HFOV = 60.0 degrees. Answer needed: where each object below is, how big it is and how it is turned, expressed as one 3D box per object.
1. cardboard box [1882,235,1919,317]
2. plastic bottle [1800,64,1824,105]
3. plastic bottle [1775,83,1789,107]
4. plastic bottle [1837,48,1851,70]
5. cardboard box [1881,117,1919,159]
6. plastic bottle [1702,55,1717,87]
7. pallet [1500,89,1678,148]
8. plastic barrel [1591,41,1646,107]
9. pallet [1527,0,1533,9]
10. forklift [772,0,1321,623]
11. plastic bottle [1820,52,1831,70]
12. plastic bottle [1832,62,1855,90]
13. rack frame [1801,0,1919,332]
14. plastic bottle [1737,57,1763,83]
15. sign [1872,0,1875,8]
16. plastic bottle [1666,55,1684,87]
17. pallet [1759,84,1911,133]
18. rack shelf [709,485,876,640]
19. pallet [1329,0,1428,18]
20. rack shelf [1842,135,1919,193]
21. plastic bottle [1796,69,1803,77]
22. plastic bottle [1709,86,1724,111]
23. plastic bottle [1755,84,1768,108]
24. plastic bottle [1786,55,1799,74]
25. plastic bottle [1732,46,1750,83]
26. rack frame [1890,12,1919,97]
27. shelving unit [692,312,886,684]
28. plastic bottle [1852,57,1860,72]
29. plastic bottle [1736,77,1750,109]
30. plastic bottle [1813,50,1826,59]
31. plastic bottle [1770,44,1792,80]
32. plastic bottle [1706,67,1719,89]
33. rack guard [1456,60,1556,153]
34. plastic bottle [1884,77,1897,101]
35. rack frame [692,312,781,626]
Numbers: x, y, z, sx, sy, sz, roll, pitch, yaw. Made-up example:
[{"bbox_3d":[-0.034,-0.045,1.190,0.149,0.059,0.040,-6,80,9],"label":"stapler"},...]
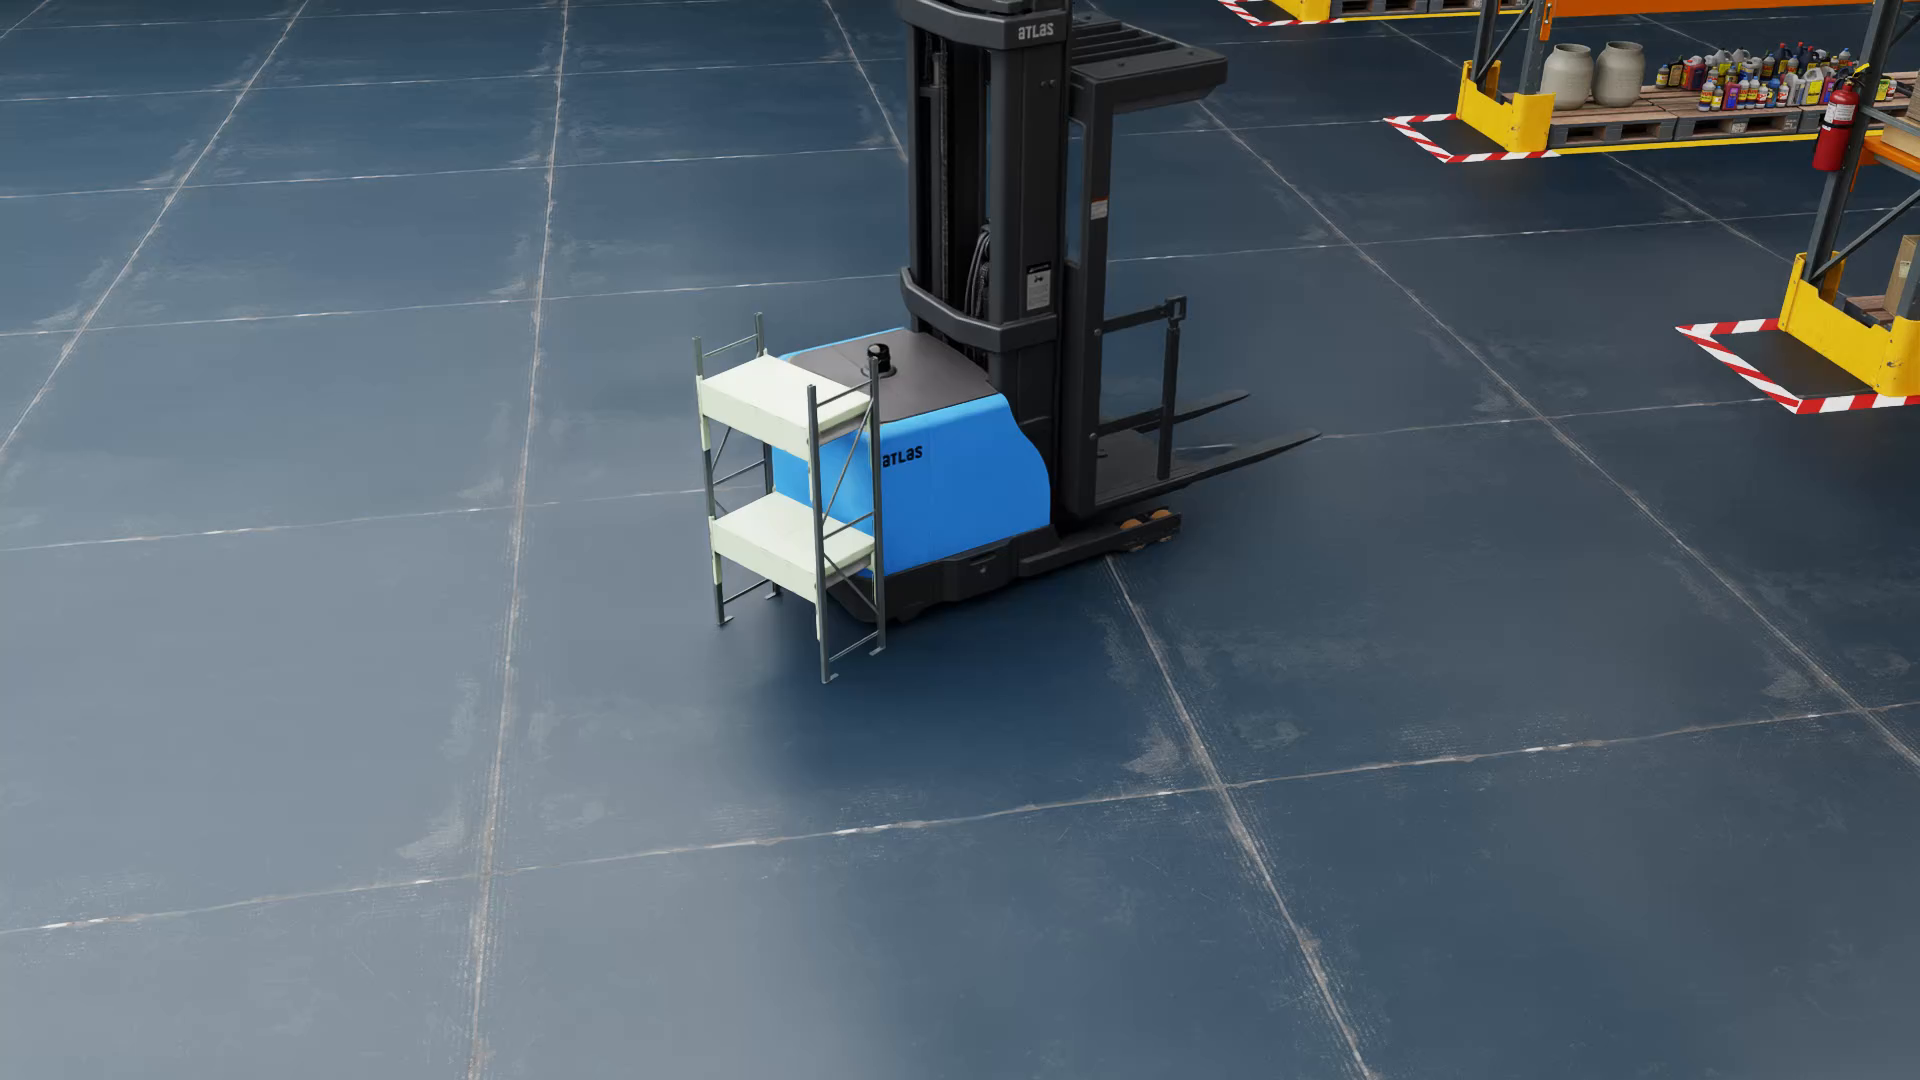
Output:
[{"bbox_3d":[6.309,-1.619,10.596,0.500,0.500,0.500,0,30,0],"label":"cardboard box"},{"bbox_3d":[7.646,-4.100,14.942,0.185,0.351,0.144,-5,31,-9],"label":"plastic bottle"},{"bbox_3d":[7.374,-3.998,14.917,0.097,0.201,0.097,0,30,0],"label":"plastic bottle"},{"bbox_3d":[8.341,-4.505,15.709,0.097,0.271,0.097,0,30,0],"label":"plastic bottle"},{"bbox_3d":[5.935,-2.488,10.269,0.250,0.149,0.380,-5,31,-9],"label":"cardboard box"},{"bbox_3d":[6.916,-4.360,15.459,0.135,0.276,0.152,-6,31,-10],"label":"plastic bottle"},{"bbox_3d":[5.666,-3.836,15.066,1.213,0.211,1.003,-5,31,-9],"label":"pallet"},{"bbox_3d":[5.926,-4.189,14.955,0.421,0.512,0.421,0,30,0],"label":"plastic barrel"},{"bbox_3d":[7.056,-6.518,19.626,1.213,0.211,1.003,-5,31,-9],"label":"pallet"},{"bbox_3d":[0.565,-1.414,8.263,3.031,2.935,1.130,-17,35,-27],"label":"forklift"},{"bbox_3d":[8.048,-4.414,15.542,0.133,0.283,0.061,-5,31,-9],"label":"plastic bottle"},{"bbox_3d":[7.964,-4.129,14.993,0.185,0.351,0.144,-7,31,-11],"label":"plastic bottle"},{"bbox_3d":[5.691,-2.467,9.986,0.127,3.000,1.000,-5,31,-9],"label":"rack frame"},{"bbox_3d":[7.313,-4.323,15.395,0.135,0.276,0.152,-5,31,-9],"label":"plastic bottle"},{"bbox_3d":[5.611,-3.381,10.086,0.005,0.325,0.100,-5,31,-9],"label":"sign"},{"bbox_3d":[6.639,-4.361,15.453,0.133,0.283,0.061,-5,31,-8],"label":"plastic bottle"},{"bbox_3d":[8.066,-4.059,15.445,1.213,0.211,1.003,-5,31,-9],"label":"pallet"},{"bbox_3d":[-0.765,0.094,7.753,0.720,0.370,0.431,25,38,35],"label":"rack shelf"},{"bbox_3d":[4.655,-6.295,19.247,1.213,0.211,1.003,-5,31,-9],"label":"pallet"},{"bbox_3d":[7.659,-2.339,10.479,4.000,0.370,1.077,-5,31,-9],"label":"rack shelf"},{"bbox_3d":[7.602,-4.119,15.042,0.133,0.283,0.061,-5,31,-9],"label":"plastic bottle"},{"bbox_3d":[6.741,-3.939,14.817,0.097,0.201,0.097,0,30,0],"label":"plastic bottle"},{"bbox_3d":[7.172,-3.979,14.885,0.097,0.201,0.097,0,30,0],"label":"plastic bottle"},{"bbox_3d":[7.744,-4.375,15.488,0.097,0.271,0.097,0,30,0],"label":"plastic bottle"},{"bbox_3d":[7.261,-4.426,15.498,0.185,0.351,0.144,-6,31,-9],"label":"plastic bottle"},{"bbox_3d":[8.734,-5.302,14.807,0.127,3.000,1.000,-5,31,-9],"label":"rack frame"},{"bbox_3d":[-0.765,-0.187,7.588,0.755,1.500,0.431,25,38,35],"label":"shelving unit"},{"bbox_3d":[8.126,-4.219,15.145,0.185,0.351,0.144,-5,31,-9],"label":"plastic bottle"},{"bbox_3d":[6.976,-3.991,14.836,0.097,0.271,0.097,0,30,0],"label":"plastic bottle"},{"bbox_3d":[8.028,-4.463,15.634,0.135,0.276,0.152,-4,31,-7],"label":"plastic bottle"},{"bbox_3d":[7.679,-4.465,15.564,0.185,0.351,0.144,-7,31,-11],"label":"plastic bottle"},{"bbox_3d":[6.957,-4.267,15.375,0.097,0.201,0.097,0,30,0],"label":"plastic bottle"},{"bbox_3d":[4.866,-3.889,14.871,0.348,0.500,1.175,-5,31,-9],"label":"rack guard"},{"bbox_3d":[8.433,-4.096,15.084,0.097,0.201,0.097,0,30,0],"label":"plastic bottle"},{"bbox_3d":[-1.037,-0.311,7.799,0.023,1.500,0.400,25,38,35],"label":"rack frame"}]
